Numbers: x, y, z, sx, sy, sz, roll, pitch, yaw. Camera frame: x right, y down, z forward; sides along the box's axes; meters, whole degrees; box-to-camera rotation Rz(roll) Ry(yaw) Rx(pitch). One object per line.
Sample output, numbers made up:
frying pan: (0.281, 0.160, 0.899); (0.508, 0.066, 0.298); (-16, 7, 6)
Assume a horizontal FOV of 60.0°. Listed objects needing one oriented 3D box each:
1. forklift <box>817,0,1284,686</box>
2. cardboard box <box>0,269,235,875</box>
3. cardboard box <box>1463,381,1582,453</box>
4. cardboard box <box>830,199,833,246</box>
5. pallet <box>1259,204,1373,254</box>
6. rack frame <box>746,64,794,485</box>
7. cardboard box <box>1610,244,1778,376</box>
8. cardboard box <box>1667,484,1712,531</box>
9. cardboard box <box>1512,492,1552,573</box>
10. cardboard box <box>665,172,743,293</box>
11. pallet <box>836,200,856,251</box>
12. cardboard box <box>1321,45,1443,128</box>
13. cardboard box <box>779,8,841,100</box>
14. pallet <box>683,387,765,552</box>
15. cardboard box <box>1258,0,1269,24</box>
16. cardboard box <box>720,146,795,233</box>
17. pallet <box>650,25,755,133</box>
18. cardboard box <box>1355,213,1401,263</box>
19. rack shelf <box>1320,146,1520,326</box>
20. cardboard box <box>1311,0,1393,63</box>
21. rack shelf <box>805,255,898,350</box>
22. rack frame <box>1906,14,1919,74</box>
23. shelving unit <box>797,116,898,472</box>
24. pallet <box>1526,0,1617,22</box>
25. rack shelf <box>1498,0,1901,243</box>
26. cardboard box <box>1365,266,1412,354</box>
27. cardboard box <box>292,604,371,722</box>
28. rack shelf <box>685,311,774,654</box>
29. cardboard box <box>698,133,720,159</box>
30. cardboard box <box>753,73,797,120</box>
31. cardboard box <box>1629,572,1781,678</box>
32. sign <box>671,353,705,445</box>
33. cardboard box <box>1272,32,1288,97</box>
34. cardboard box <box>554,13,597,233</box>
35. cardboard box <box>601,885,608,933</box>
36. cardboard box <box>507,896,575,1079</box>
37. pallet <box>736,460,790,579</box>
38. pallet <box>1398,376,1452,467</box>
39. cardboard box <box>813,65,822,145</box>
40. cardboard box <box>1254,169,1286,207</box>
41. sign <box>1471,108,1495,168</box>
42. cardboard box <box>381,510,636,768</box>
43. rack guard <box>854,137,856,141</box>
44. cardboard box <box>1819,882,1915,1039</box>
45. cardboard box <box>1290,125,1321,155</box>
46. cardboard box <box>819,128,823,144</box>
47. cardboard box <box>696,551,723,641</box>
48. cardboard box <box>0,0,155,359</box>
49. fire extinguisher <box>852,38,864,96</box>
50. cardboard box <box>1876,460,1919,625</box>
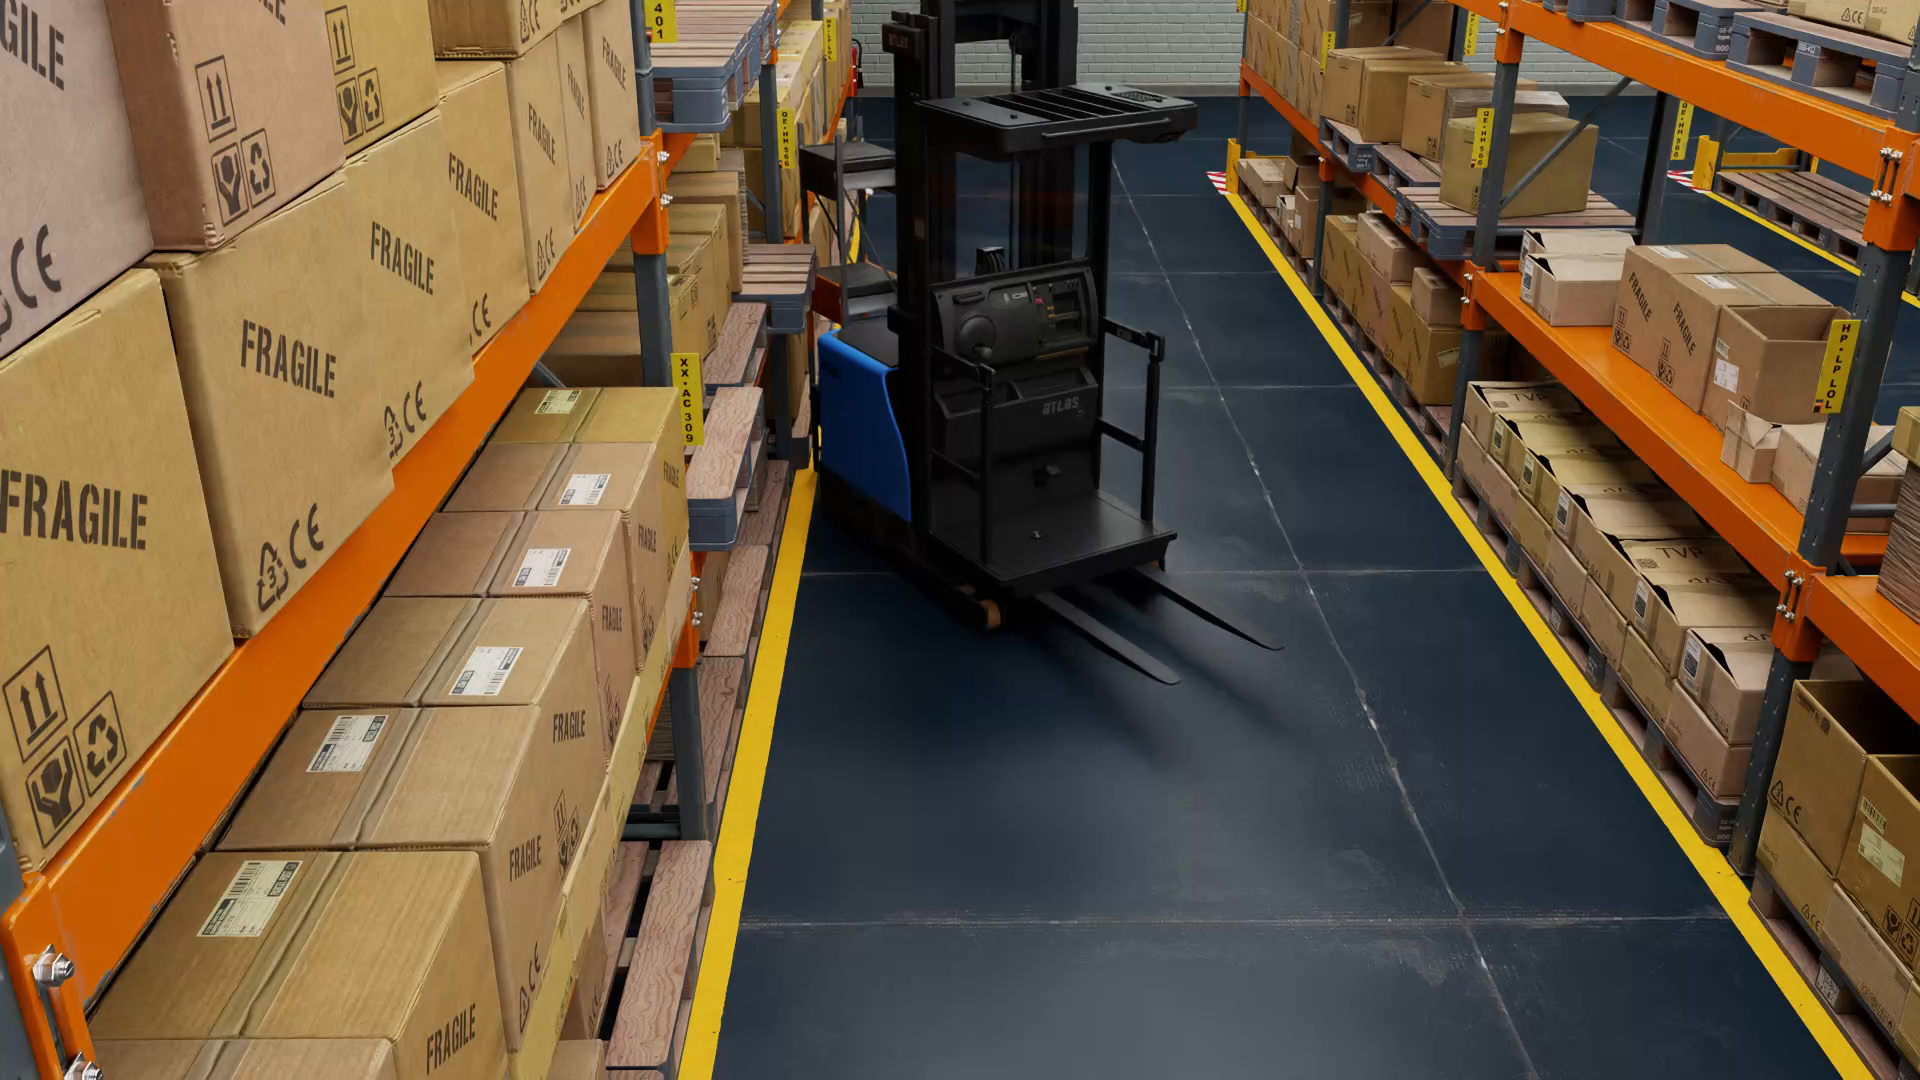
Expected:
forklift: (0.404, -1.098, 8.121); (1.130, 2.935, 3.031); (-14, 28, -29)
cardboard box: (-1.173, 0.016, 1.790); (0.500, 0.500, 0.500); (0, 24, 1)
cardboard box: (3.159, -0.721, 9.352); (0.500, 0.311, 0.500); (1, 24, 1)
cardboard box: (-1.456, -2.730, 14.170); (0.700, 0.500, 0.500); (0, 24, 0)
pallet: (3.380, -2.909, 15.426); (1.003, 0.211, 1.213); (0, 24, -1)
rack frame: (-1.507, -1.721, 9.414); (1.000, 3.000, 0.127); (0, 24, -1)
cardboard box: (3.481, -1.099, 7.918); (0.500, 0.500, 0.500); (-2, 24, -3)
cardboard box: (3.717, -0.095, 7.967); (0.500, 0.311, 0.500); (0, 24, 1)
cardboard box: (3.177, -0.045, 8.536); (0.500, 0.250, 0.500); (-1, 24, -2)
cardboard box: (-1.458, -1.543, 8.366); (0.700, 0.500, 0.500); (-3, 24, -6)
pallet: (-1.496, -2.916, 15.441); (1.003, 0.211, 1.213); (0, 24, -1)
cardboard box: (3.185, -3.433, 12.570); (0.700, 0.500, 0.500); (-9, 26, -18)
cardboard box: (-1.560, -4.330, 14.819); (0.980, 0.700, 0.700); (-1, 24, -3)
pallet: (-1.326, -0.301, 6.507); (1.003, 0.211, 1.213); (0, 24, -1)
cardboard box: (3.114, -5.143, 15.646); (0.500, 0.500, 0.500); (0, 24, 0)
cardboard box: (-1.256, -2.112, 9.774); (0.500, 0.500, 0.500); (0, 24, 1)
pallet: (-1.363, -1.608, 5.754); (1.213, 0.211, 1.003); (0, 24, -1)
cardboard box: (3.176, -2.183, 12.027); (0.500, 0.250, 0.500); (0, 24, 0)
rack shelf: (3.425, -2.241, 11.438); (1.077, 0.370, 4.000); (0, 24, -1)
cardboard box: (3.139, -4.101, 13.343); (0.500, 0.500, 0.500); (0, 24, 0)
rack shelf: (-0.607, -1.327, 9.657); (0.431, 0.518, 0.480); (-13, 26, -27)
rack frame: (3.490, -2.830, 4.586); (1.000, 3.000, 0.127); (0, 24, -1)
shelving unit: (-0.607, -1.340, 9.651); (0.431, 2.100, 0.503); (-13, 26, -27)
pallet: (3.544, -2.746, 8.270); (1.213, 0.211, 1.003); (1, 24, 2)
rack shelf: (3.469, -1.959, 7.175); (1.077, 0.370, 4.000); (0, 24, -1)
cardboard box: (3.185, -1.620, 11.691); (0.500, 0.500, 0.500); (-1, 24, -3)
cardboard box: (-1.648, 0.472, 3.814); (0.500, 0.500, 0.500); (0, 24, 0)
rack shelf: (-1.485, -0.569, 7.741); (1.077, 0.370, 4.000); (0, 24, -1)
cardboard box: (-1.473, -2.120, 8.855); (0.380, 0.149, 0.250); (-3, 25, -7)
cardboard box: (-1.260, -2.662, 10.080); (0.500, 0.250, 0.500); (-1, 24, -1)
cardboard box: (3.187, 0.330, 7.027); (0.500, 0.311, 0.500); (0, 24, 1)
sign: (-0.920, -0.472, 5.604); (0.100, 0.325, 0.005); (0, 24, -1)
cardboard box: (3.118, -4.277, 14.946); (0.500, 0.500, 0.500); (0, 24, 0)
cardboard box: (-1.217, -1.078, 4.209); (0.500, 0.500, 0.500); (-2, 24, -5)
cardboard box: (-1.427, 1.238, 5.776); (0.380, 0.166, 0.250); (-3, 25, -7)
cardboard box: (-1.127, 1.009, 3.537); (0.500, 0.250, 0.500); (-1, 24, -1)
pallet: (-1.499, -0.128, 9.277); (1.003, 0.211, 1.213); (0, 24, -1)
pallet: (3.476, -0.782, 10.722); (1.003, 0.211, 1.213); (0, 24, -1)
cardboard box: (-1.278, -3.160, 12.090); (0.500, 0.500, 0.500); (0, 24, 0)
cardboard box: (3.093, -3.351, 15.822); (0.500, 0.250, 0.500); (0, 24, -1)
sign: (2.904, -2.230, 9.231); (0.100, 0.325, 0.005); (0, 24, -1)
cardboard box: (-1.143, 0.252, 4.301); (0.500, 0.500, 0.500); (-1, 24, -2)
rack guard: (-1.594, -3.888, 17.240); (1.175, 0.500, 0.348); (0, 24, -1)
cardboard box: (3.193, 1.364, 5.422); (0.500, 0.250, 0.500); (0, 24, -1)
cardboard box: (3.612, -3.880, 16.687); (0.500, 0.500, 0.500); (0, 24, -1)
cardboard box: (-1.237, -3.022, 12.572); (0.380, 0.149, 0.250); (0, 24, 0)
cardboard box: (-1.509, 0.140, 7.801); (0.700, 0.500, 0.500); (0, 24, 0)
cardboard box: (-1.181, -0.461, 1.630); (0.500, 0.500, 0.500); (-2, 24, -4)
fire extinguisher: (-1.134, -4.876, 16.938); (0.296, 0.674, 0.183); (0, 24, -1)
cardboard box: (3.502, 0.041, 5.398); (0.700, 0.500, 0.500); (-1, 24, -2)
